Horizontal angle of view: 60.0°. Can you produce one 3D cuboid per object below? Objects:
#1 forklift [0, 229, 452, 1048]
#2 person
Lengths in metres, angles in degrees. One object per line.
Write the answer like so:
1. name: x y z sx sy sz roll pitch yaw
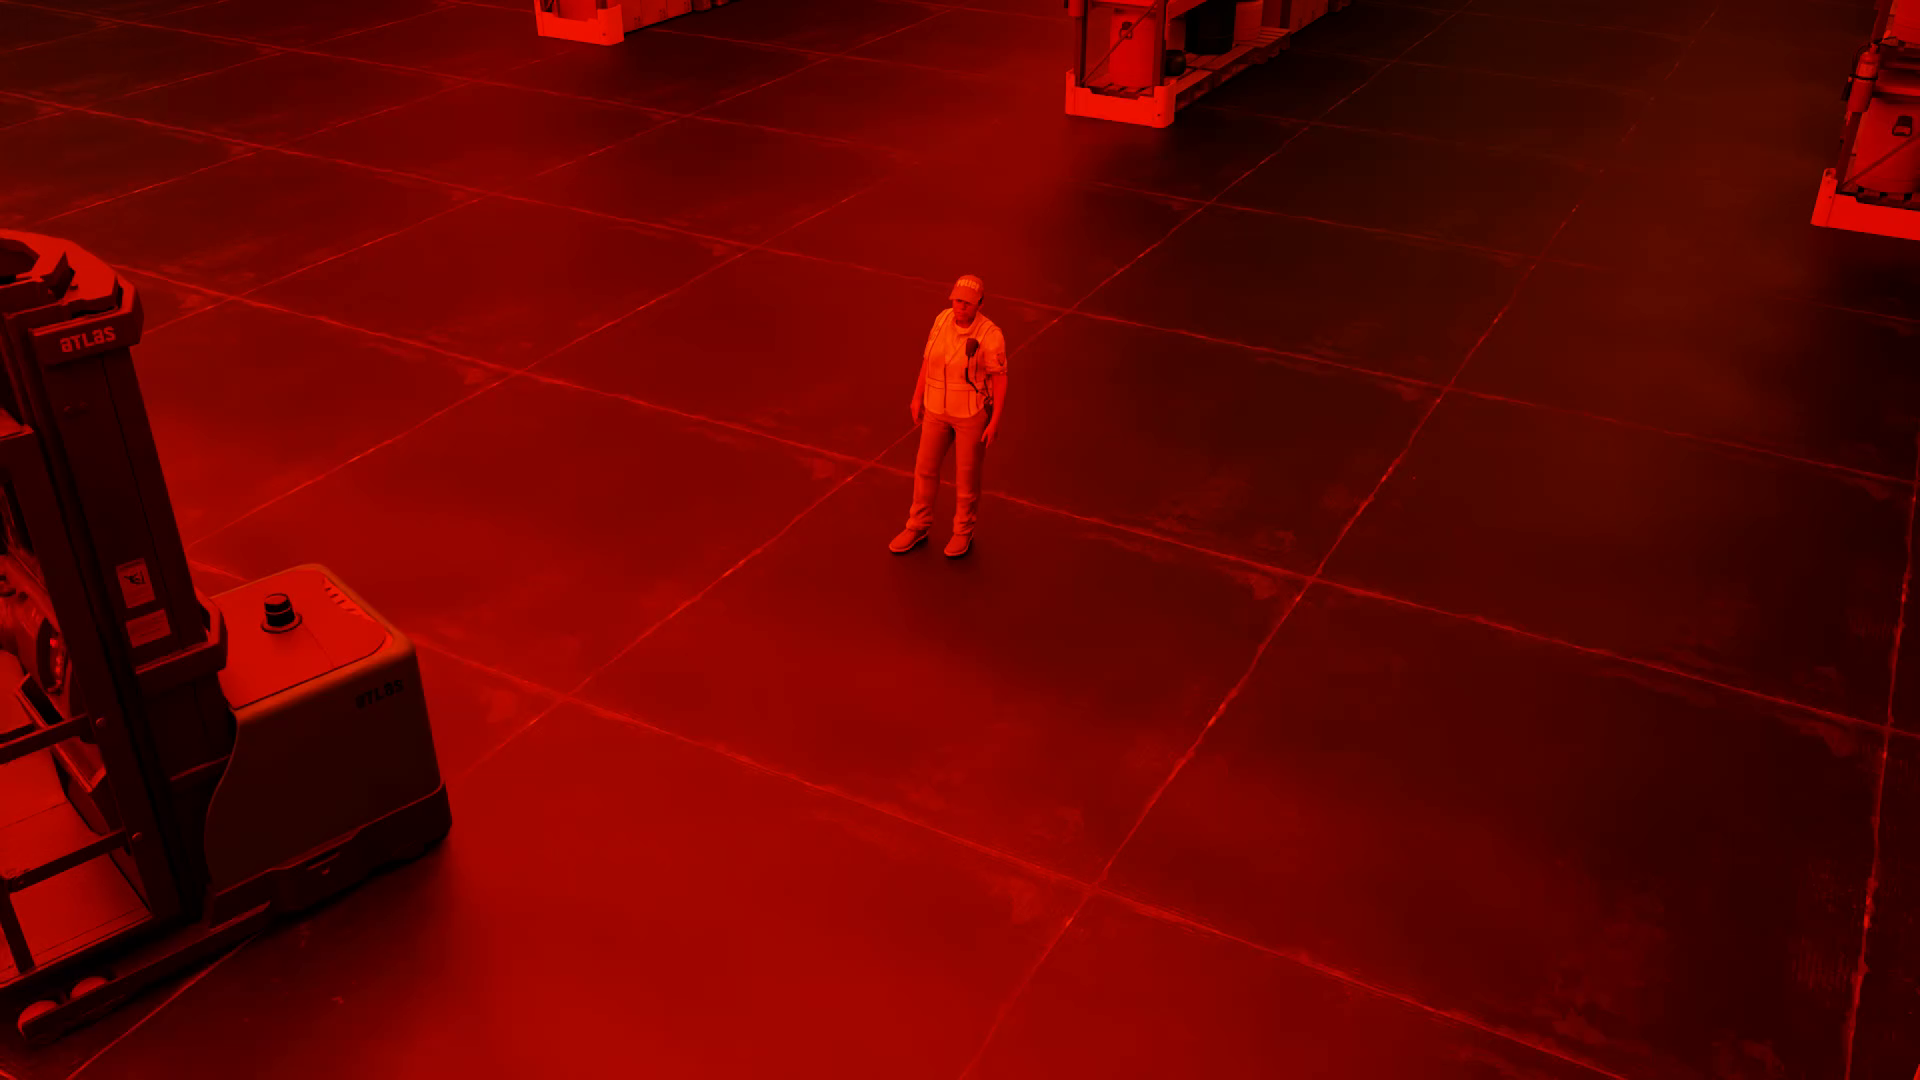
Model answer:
1. forklift: -3.747 0.422 6.339 3.031 2.935 1.130 -25 38 -36
2. person: -0.057 -0.700 9.534 0.598 1.670 0.529 15 33 25
